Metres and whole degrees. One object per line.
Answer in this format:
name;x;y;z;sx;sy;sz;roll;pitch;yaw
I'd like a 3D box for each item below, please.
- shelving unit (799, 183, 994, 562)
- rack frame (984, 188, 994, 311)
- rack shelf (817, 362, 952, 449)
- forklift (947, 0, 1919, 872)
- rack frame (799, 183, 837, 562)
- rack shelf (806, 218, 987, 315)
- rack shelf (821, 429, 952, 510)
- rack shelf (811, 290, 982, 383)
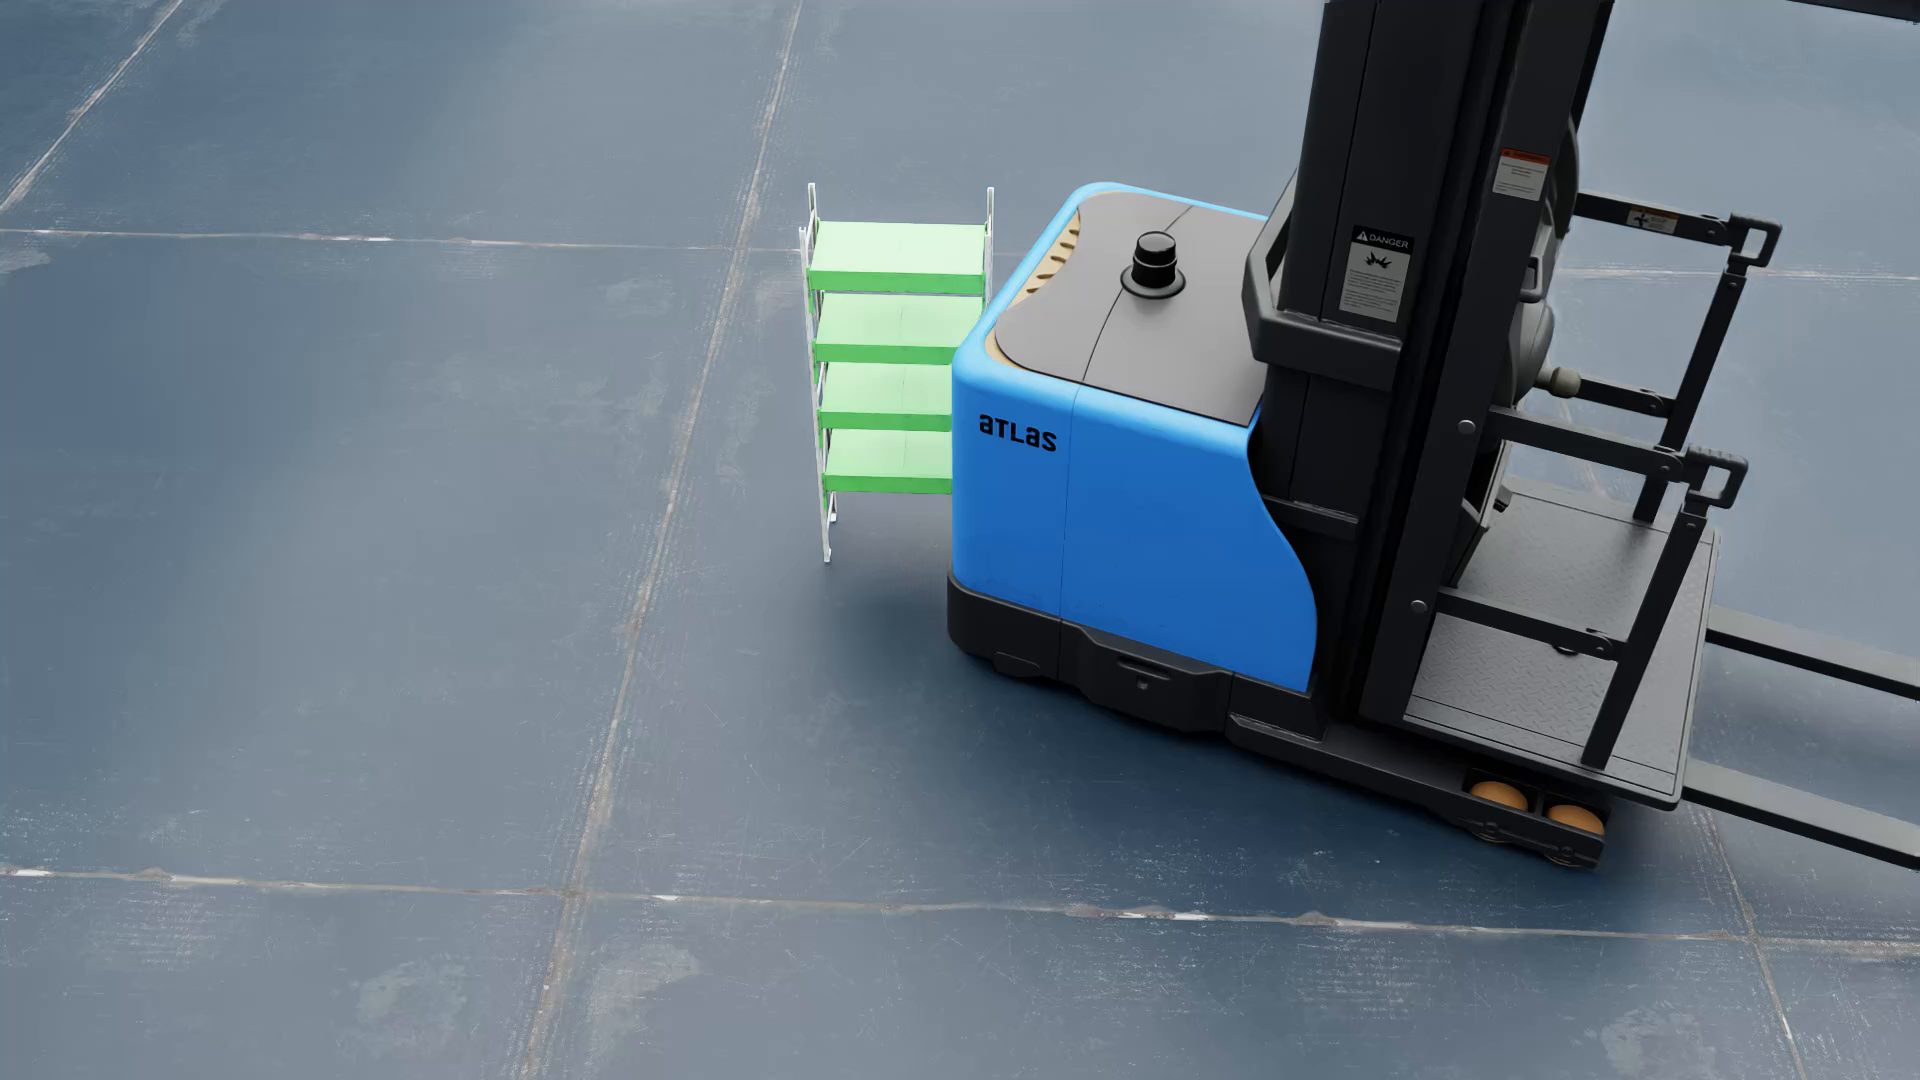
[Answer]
shelving unit;-0.165;-0.444;4.846;0.503;1.200;0.258;2;43;2
rack frame;0.078;-0.437;4.838;0.015;1.200;0.240;2;43;2
rack shelf;-0.165;-0.397;4.890;0.480;0.148;0.258;2;43;2
forklift;1.527;-0.637;3.783;3.031;2.935;1.130;17;45;17
rack frame;-0.409;-0.452;4.855;0.015;1.200;0.240;2;43;2
rack shelf;-0.165;-0.749;4.563;0.480;0.148;0.258;2;43;2
rack shelf;-0.165;-0.222;5.054;0.480;0.148;0.258;2;43;2
rack shelf;-0.165;-0.573;4.726;0.480;0.148;0.258;2;43;2
